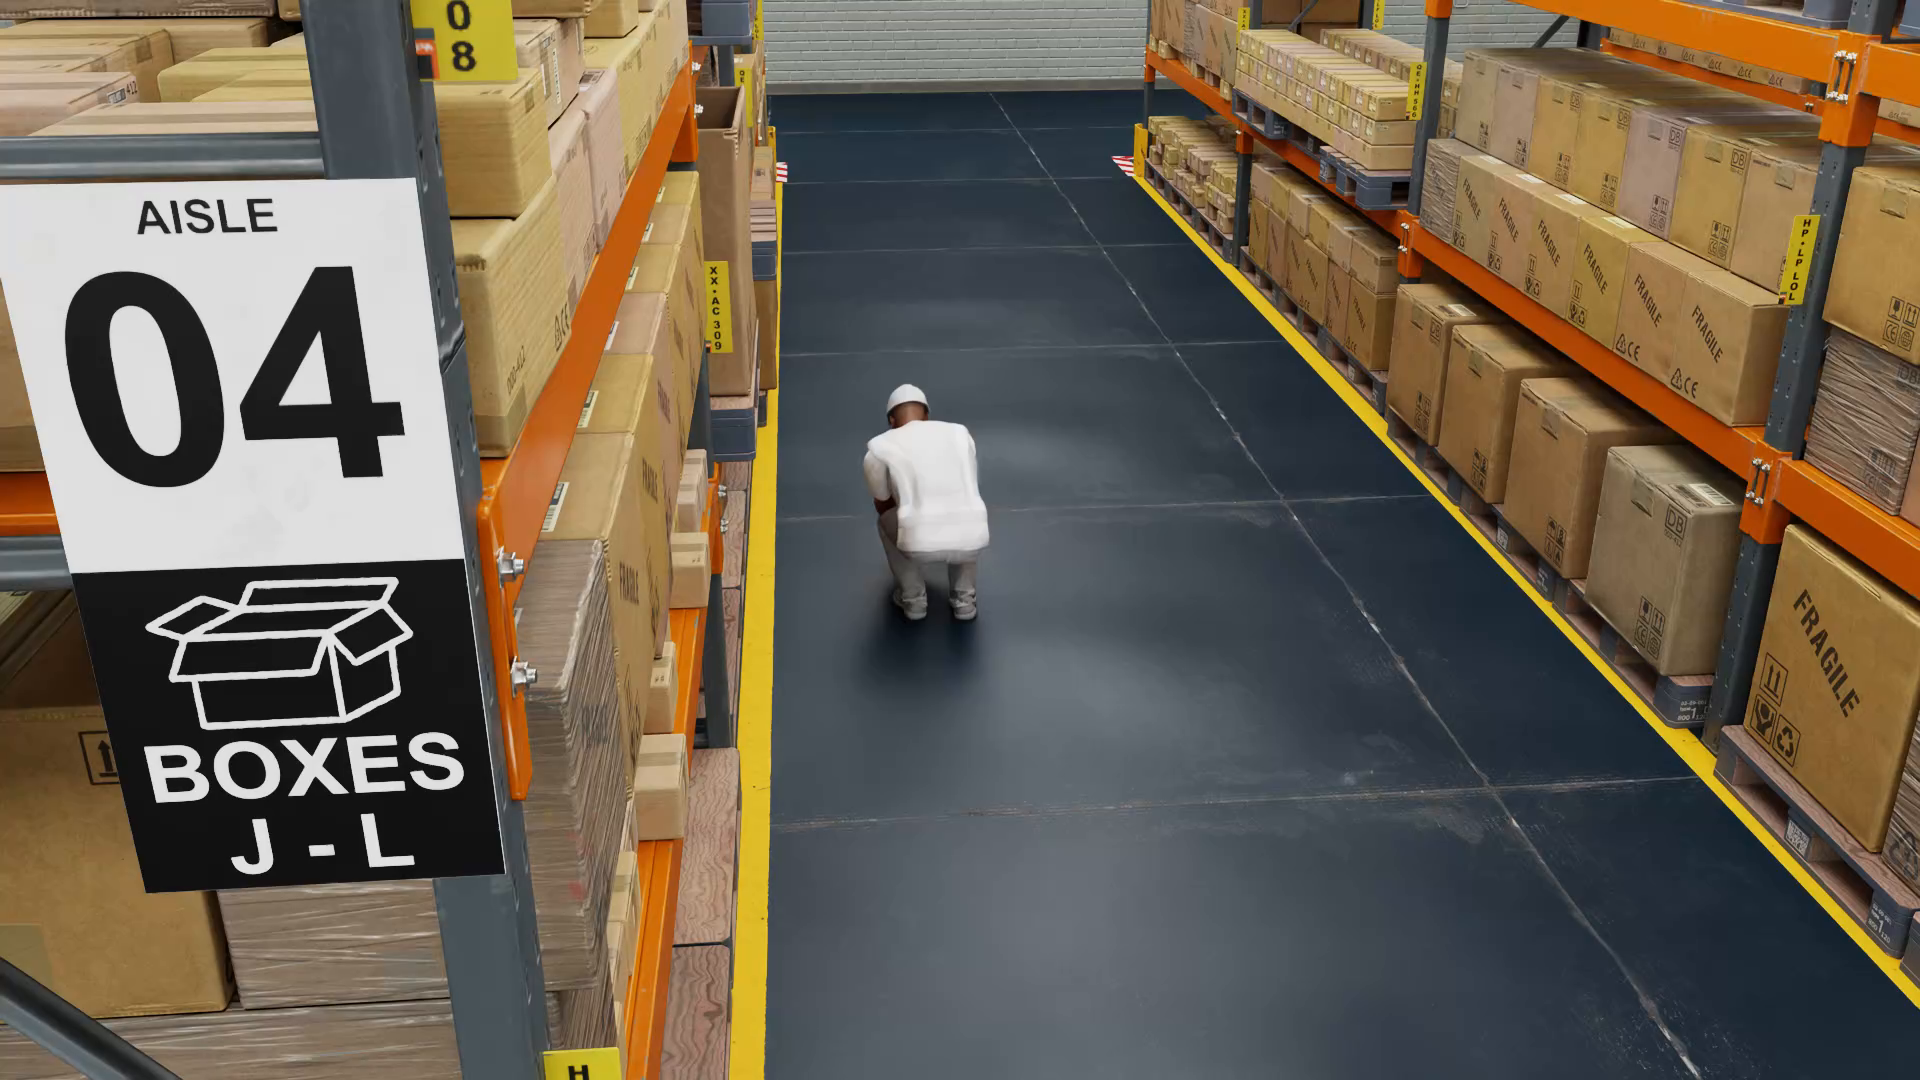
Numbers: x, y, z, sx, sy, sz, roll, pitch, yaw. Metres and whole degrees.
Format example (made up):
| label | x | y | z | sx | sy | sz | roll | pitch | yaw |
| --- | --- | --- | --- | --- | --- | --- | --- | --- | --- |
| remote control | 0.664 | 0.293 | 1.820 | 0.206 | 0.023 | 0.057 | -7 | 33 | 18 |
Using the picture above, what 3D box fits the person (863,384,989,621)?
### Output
| label | x | y | z | sx | sy | sz | roll | pitch | yaw |
| --- | --- | --- | --- | --- | --- | --- | --- | --- | --- |
| person | -0.176 | -0.176 | 7.924 | 0.550 | 1.016 | 0.894 | -4 | 24 | -10 |
